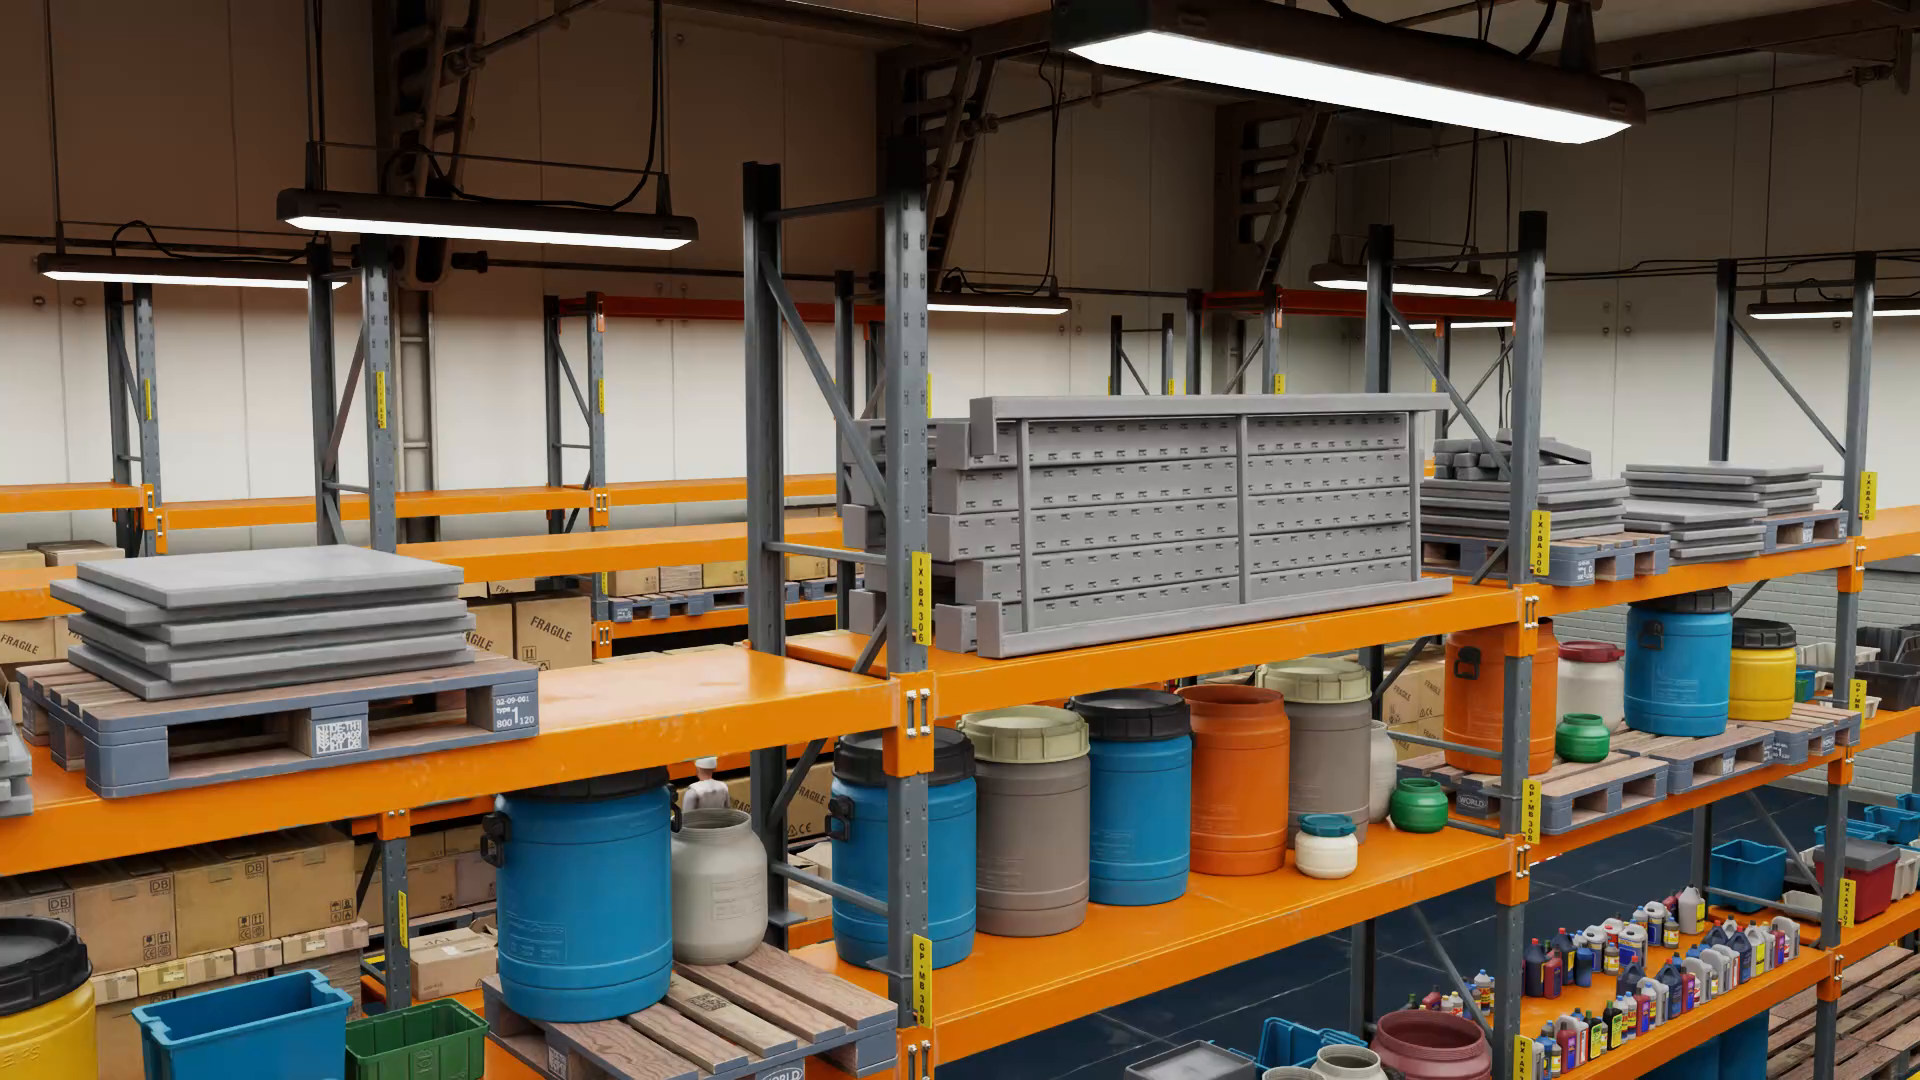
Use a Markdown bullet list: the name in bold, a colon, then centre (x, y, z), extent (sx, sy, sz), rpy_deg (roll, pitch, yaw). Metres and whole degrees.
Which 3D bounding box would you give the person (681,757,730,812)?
- **person**: centre (-2.388, 2.820, 15.171), extent (0.383, 1.820, 0.603), rpy_deg (5, 7, 42)
